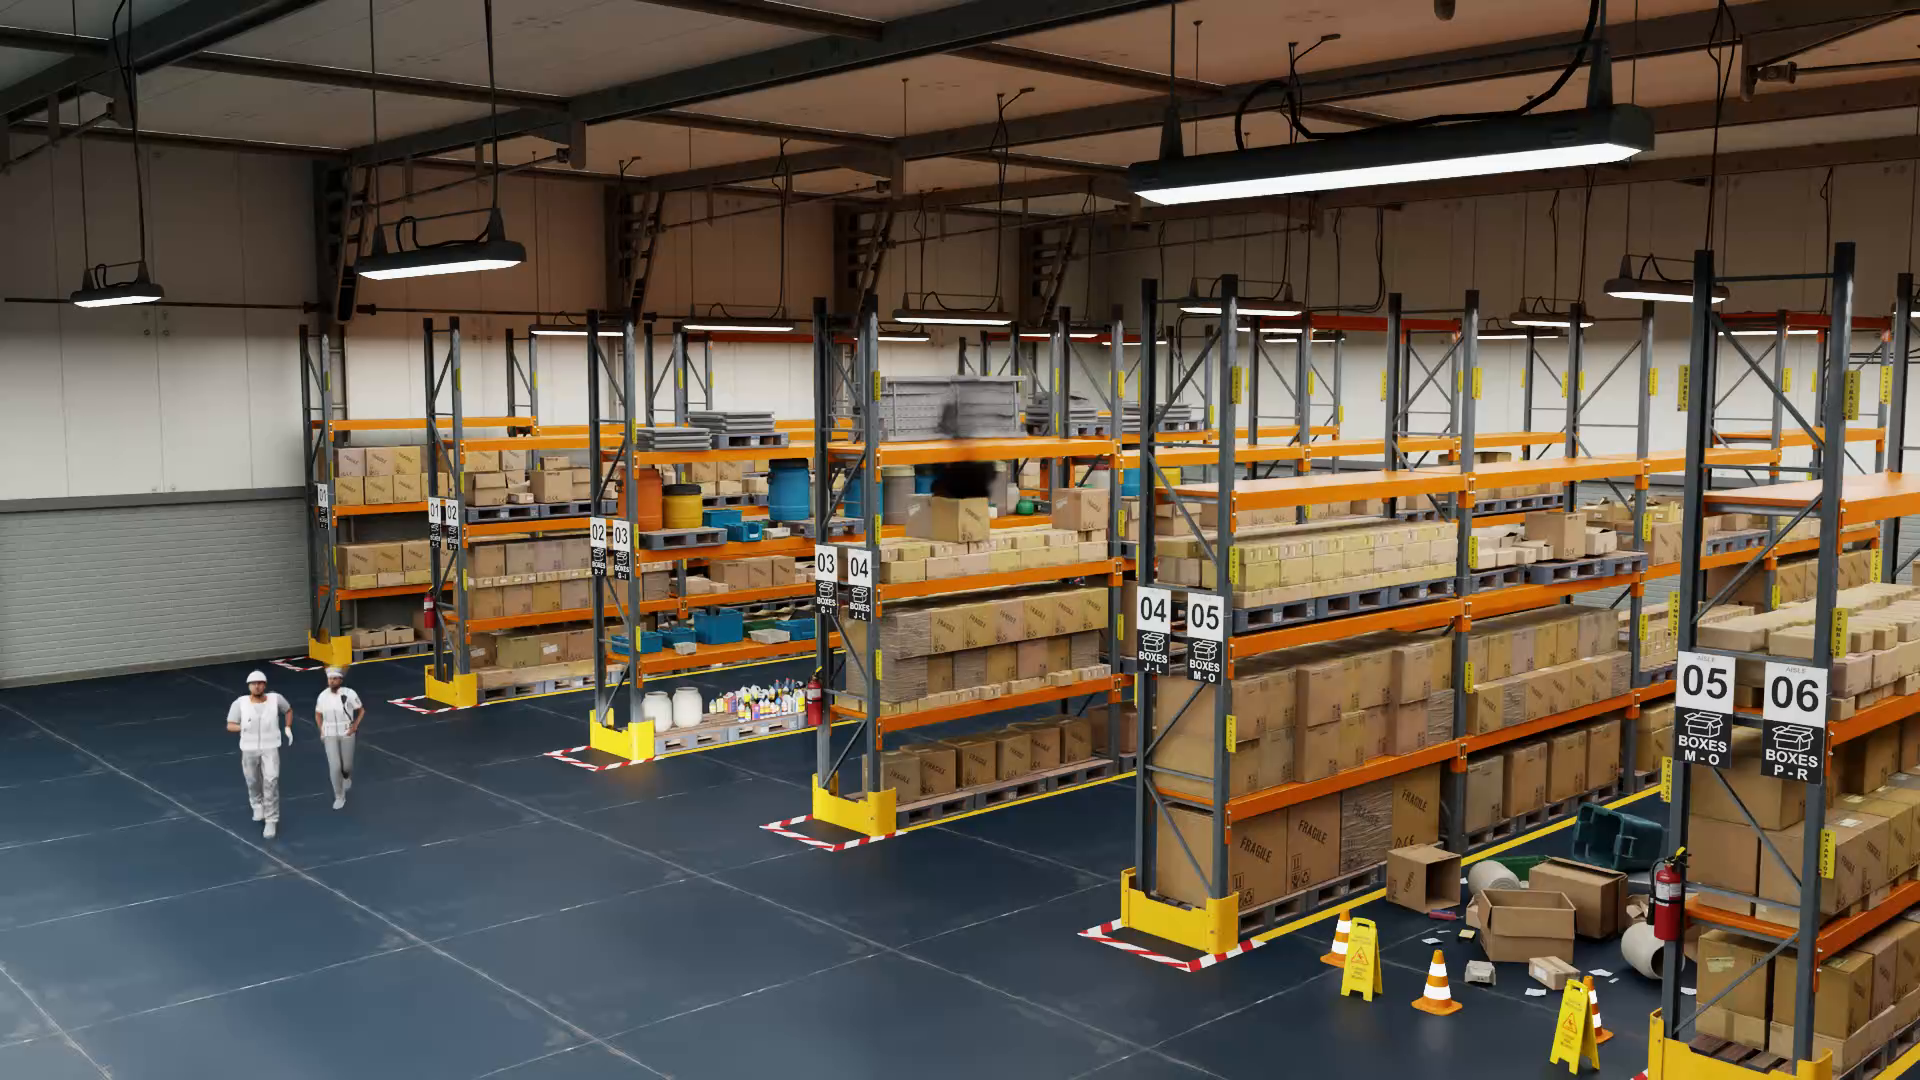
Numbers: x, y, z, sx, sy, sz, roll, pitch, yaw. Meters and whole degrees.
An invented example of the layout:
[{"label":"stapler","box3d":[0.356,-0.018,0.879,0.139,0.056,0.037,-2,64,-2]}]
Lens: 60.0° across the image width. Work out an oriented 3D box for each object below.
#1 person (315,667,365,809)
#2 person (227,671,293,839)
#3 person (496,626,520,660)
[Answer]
[{"label":"person","box3d":[-7.441,2.337,19.953,0.576,1.678,0.611,-1,6,-11]},{"label":"person","box3d":[-7.871,2.369,18.716,0.672,1.814,0.903,-2,6,-18]},{"label":"person","box3d":[-7.690,1.437,28.399,0.611,1.676,0.940,5,7,40]}]
